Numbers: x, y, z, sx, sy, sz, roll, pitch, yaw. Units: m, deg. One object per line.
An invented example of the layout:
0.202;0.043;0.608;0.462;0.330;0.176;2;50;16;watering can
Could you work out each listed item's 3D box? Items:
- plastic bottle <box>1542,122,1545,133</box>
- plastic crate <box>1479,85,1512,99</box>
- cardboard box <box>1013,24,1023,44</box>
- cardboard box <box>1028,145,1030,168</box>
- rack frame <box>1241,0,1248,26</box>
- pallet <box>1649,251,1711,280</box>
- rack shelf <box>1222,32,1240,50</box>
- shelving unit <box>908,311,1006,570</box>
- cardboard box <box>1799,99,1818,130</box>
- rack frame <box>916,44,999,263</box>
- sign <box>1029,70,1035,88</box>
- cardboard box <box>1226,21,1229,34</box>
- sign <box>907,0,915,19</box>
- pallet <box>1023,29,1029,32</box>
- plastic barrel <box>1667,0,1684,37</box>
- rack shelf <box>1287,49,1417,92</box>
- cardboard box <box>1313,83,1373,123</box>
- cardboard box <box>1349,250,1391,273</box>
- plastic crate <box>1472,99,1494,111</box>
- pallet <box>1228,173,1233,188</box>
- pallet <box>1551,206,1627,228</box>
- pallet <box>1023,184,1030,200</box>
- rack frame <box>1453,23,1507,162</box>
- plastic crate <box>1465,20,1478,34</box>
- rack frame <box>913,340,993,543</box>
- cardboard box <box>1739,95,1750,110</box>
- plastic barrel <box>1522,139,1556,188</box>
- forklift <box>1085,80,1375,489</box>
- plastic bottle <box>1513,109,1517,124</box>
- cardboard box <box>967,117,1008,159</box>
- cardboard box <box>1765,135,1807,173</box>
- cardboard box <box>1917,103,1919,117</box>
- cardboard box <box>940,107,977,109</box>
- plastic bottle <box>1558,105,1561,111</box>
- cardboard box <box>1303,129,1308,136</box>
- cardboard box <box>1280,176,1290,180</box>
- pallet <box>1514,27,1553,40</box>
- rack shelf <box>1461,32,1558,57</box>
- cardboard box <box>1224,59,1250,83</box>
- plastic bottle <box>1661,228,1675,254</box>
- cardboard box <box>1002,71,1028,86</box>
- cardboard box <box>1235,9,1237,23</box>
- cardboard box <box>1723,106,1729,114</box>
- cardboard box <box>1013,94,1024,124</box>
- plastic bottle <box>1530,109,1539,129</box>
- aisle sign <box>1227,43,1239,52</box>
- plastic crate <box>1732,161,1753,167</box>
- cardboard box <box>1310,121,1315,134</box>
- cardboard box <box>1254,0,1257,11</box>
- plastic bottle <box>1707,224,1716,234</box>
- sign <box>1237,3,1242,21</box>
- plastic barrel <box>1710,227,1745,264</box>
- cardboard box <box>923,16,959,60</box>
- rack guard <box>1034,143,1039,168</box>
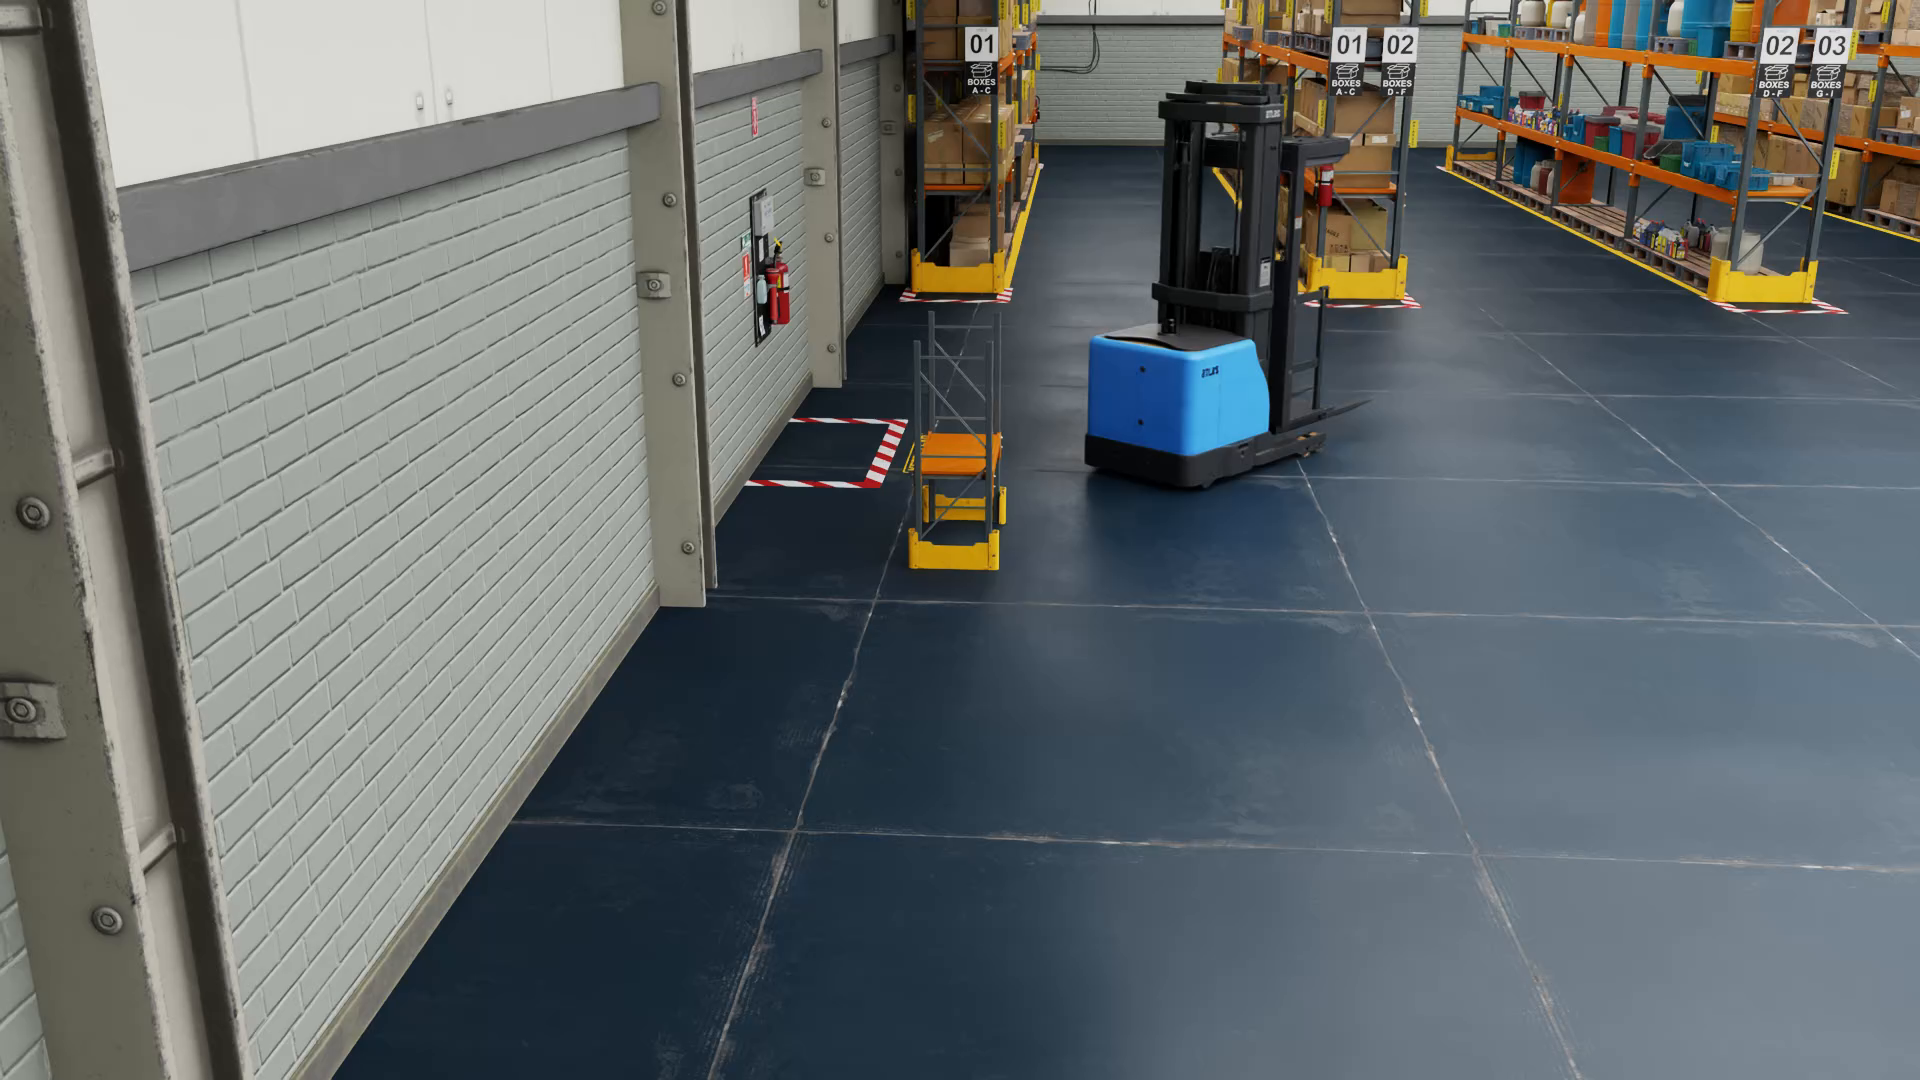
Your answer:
10.104;-7.132;28.692;0.097;0.201;0.097;0;18;0;plastic bottle
11.158;-9.255;34.698;0.616;0.435;0.499;1;18;4;plastic crate
0.759;-8.218;26.978;0.500;0.311;0.500;1;18;4;cardboard box
1.062;-7.854;33.915;0.700;0.500;0.500;2;18;5;cardboard box
5.769;-11.038;30.659;1.000;3.000;0.127;1;18;4;rack frame
9.961;-3.678;22.310;1.003;0.211;1.213;1;18;4;pallet
5.912;-9.892;33.133;1.077;0.370;4.000;1;18;4;rack shelf
-0.005;-0.689;11.117;0.587;1.500;1.083;1;18;4;shelving unit
15.296;-7.564;29.529;0.500;0.500;0.500;1;18;3;cardboard box
-0.033;-4.570;20.553;1.000;3.000;0.127;1;18;4;rack frame
1.370;-8.800;31.731;0.100;0.325;0.005;1;18;4;sign
5.716;-10.475;33.998;0.500;0.250;0.500;1;18;4;cardboard box
-0.585;-6.435;20.005;0.100;0.325;0.005;1;18;4;sign
0.534;-8.591;28.312;1.213;0.211;1.003;2;18;6;pallet
9.909;-7.140;22.724;0.421;0.512;0.421;0;18;0;plastic barrel
5.052;-6.165;21.759;1.077;0.370;4.000;1;18;4;rack shelf
5.062;-5.761;21.944;0.700;0.500;0.500;1;18;4;cardboard box
5.169;-3.515;21.075;0.500;0.250;0.500;1;18;4;cardboard box
10.555;-8.789;33.600;0.416;0.233;0.300;1;18;4;plastic crate
5.819;-7.076;32.678;1.003;0.211;1.213;1;18;4;pallet
10.328;-5.269;27.163;1.003;0.211;1.213;1;18;4;pallet
0.763;-6.351;30.465;1.003;0.211;1.213;1;18;4;pallet
10.996;-9.318;35.043;1.000;3.000;0.127;1;18;4;rack frame
10.690;-10.568;34.251;0.497;0.269;0.590;1;18;4;plastic crate
-0.043;-0.528;10.627;0.500;1.500;0.032;1;18;4;rack frame
15.490;-8.498;32.302;0.500;0.250;0.500;2;18;5;cardboard box
10.602;-6.890;30.328;0.600;0.901;0.708;1;18;4;plastic barrel
2.351;-2.160;13.307;1.130;2.935;3.031;16;24;41;forklift
10.251;-7.802;30.624;0.097;0.271;0.097;0;18;0;plastic bottle
0.347;-5.159;21.356;0.500;0.500;0.500;1;18;4;cardboard box
15.623;-6.956;30.572;1.225;0.875;0.875;1;18;4;cardboard box
15.424;-6.626;25.992;0.700;0.500;0.500;4;19;12;cardboard box
-0.029;-5.805;23.326;0.500;0.500;0.500;1;18;4;cardboard box
10.970;-7.760;30.366;0.144;0.351;0.185;1;18;4;plastic bottle
5.138;-5.448;23.073;0.700;0.500;0.500;1;18;3;cardboard box
5.122;-5.785;27.102;0.500;0.311;0.500;1;18;3;cardboard box
10.750;-9.166;30.065;1.213;0.211;1.003;1;18;4;pallet
10.853;-9.781;32.792;1.077;0.370;4.000;1;18;4;rack shelf
5.731;-9.658;34.314;0.500;0.500;0.500;1;18;4;cardboard box
9.607;-4.052;22.518;0.144;0.351;0.185;2;18;6;plastic bottle
1.003;-8.542;30.801;0.500;0.250;0.500;2;18;5;cardboard box
5.572;-10.092;32.024;0.500;0.250;0.500;1;18;4;cardboard box
15.492;-8.586;33.212;0.380;0.149;0.250;1;18;3;cardboard box
0.831;-7.398;28.513;0.500;0.500;0.500;2;18;6;cardboard box
10.184;-7.448;29.414;0.144;0.351;0.185;1;18;4;plastic bottle
5.768;-10.693;35.064;0.394;0.787;0.004;1;18;4;aisle sign
10.272;-4.956;22.154;0.530;0.136;0.437;1;18;4;plastic crate
4.875;-5.498;22.184;0.380;0.149;0.250;1;18;3;cardboard box
5.634;-9.545;29.922;0.600;0.600;0.600;1;18;3;cardboard box
10.340;-4.175;22.895;0.144;0.351;0.185;1;18;4;plastic bottle
5.227;-9.868;31.075;0.100;0.325;0.005;1;18;4;sign
9.856;-3.728;21.304;0.421;0.512;0.421;0;18;0;plastic barrel
-0.255;-6.188;20.480;0.500;0.500;0.500;3;18;8;cardboard box
1.116;-8.359;36.130;1.175;0.500;0.348;1;18;4;rack guard
